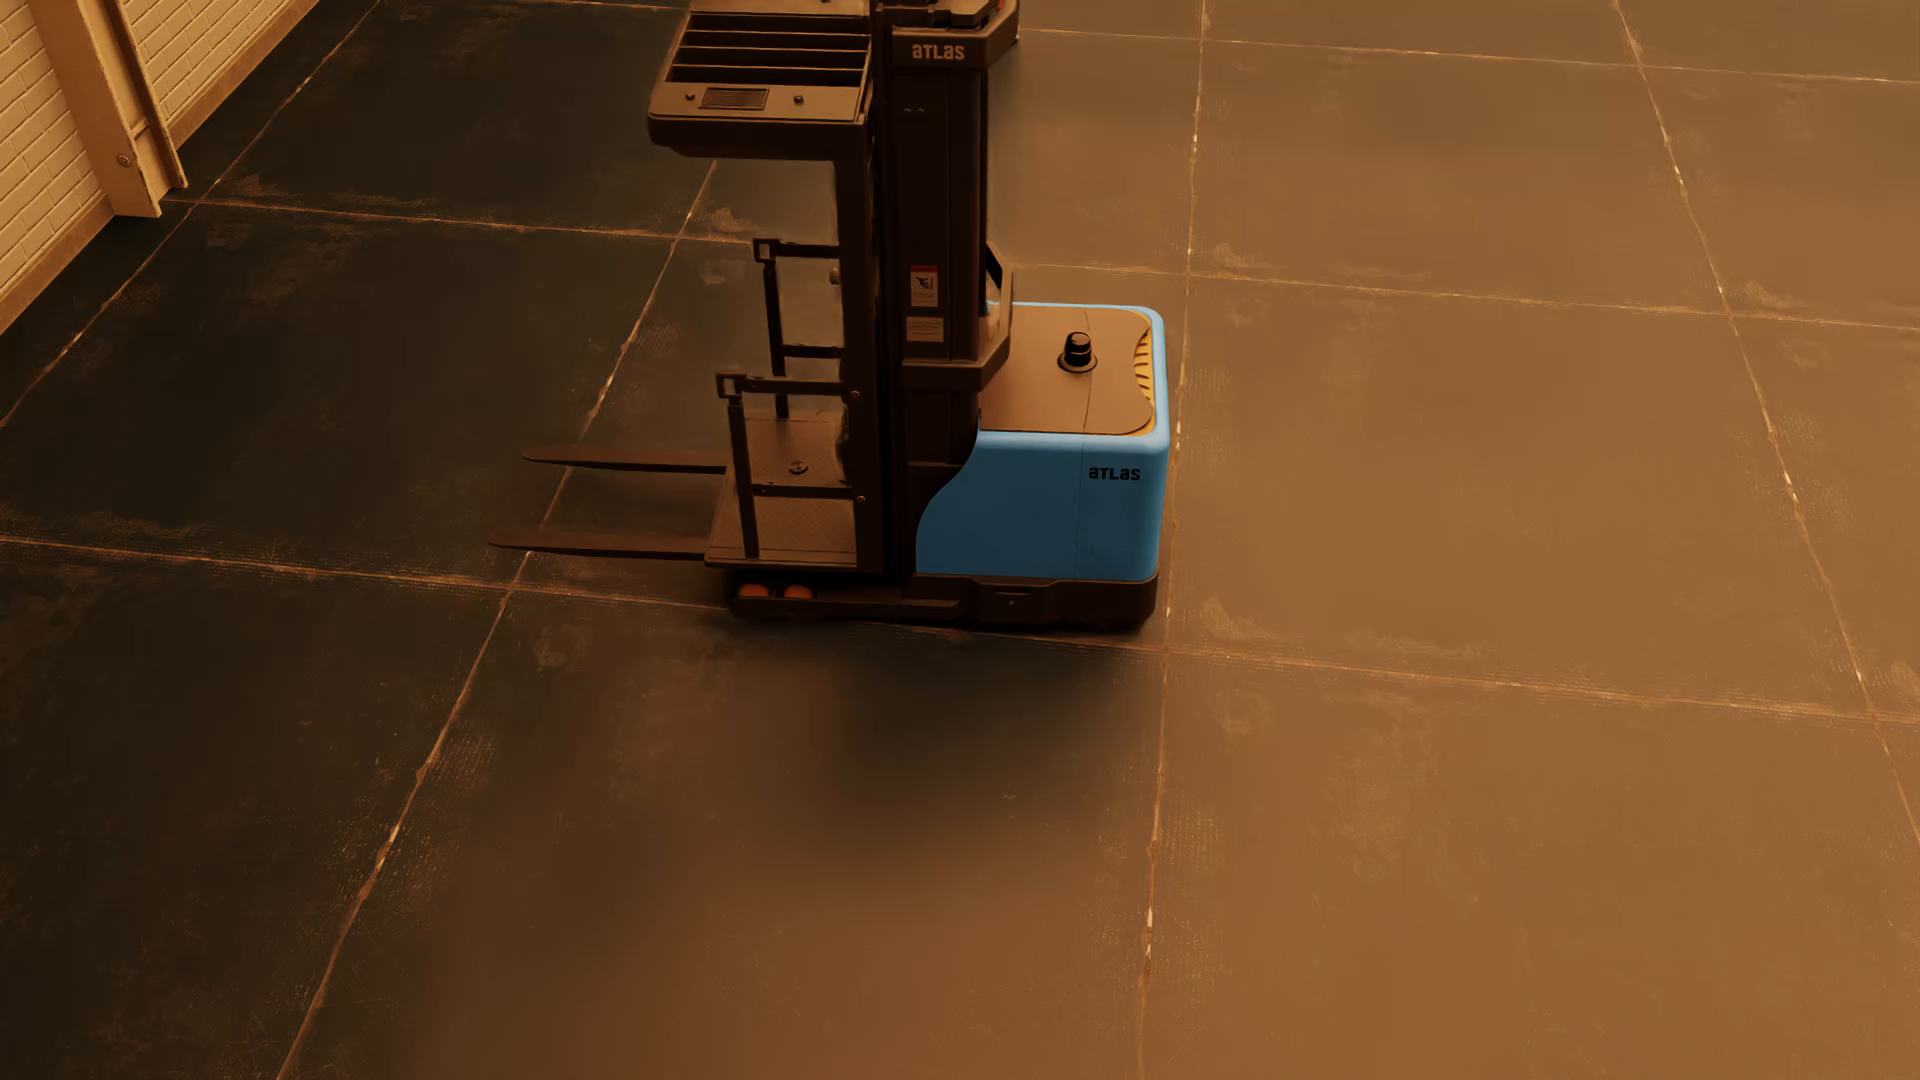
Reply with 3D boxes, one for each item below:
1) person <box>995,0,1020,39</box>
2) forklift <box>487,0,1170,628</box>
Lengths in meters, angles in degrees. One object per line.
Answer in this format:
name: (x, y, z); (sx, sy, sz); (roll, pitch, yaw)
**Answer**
person: (0.210, -3.860, 11.022); (0.541, 1.581, 1.096); (33, 52, 31)
forklift: (-0.616, -1.069, 6.888); (3.031, 2.935, 1.130); (2, 43, 2)
